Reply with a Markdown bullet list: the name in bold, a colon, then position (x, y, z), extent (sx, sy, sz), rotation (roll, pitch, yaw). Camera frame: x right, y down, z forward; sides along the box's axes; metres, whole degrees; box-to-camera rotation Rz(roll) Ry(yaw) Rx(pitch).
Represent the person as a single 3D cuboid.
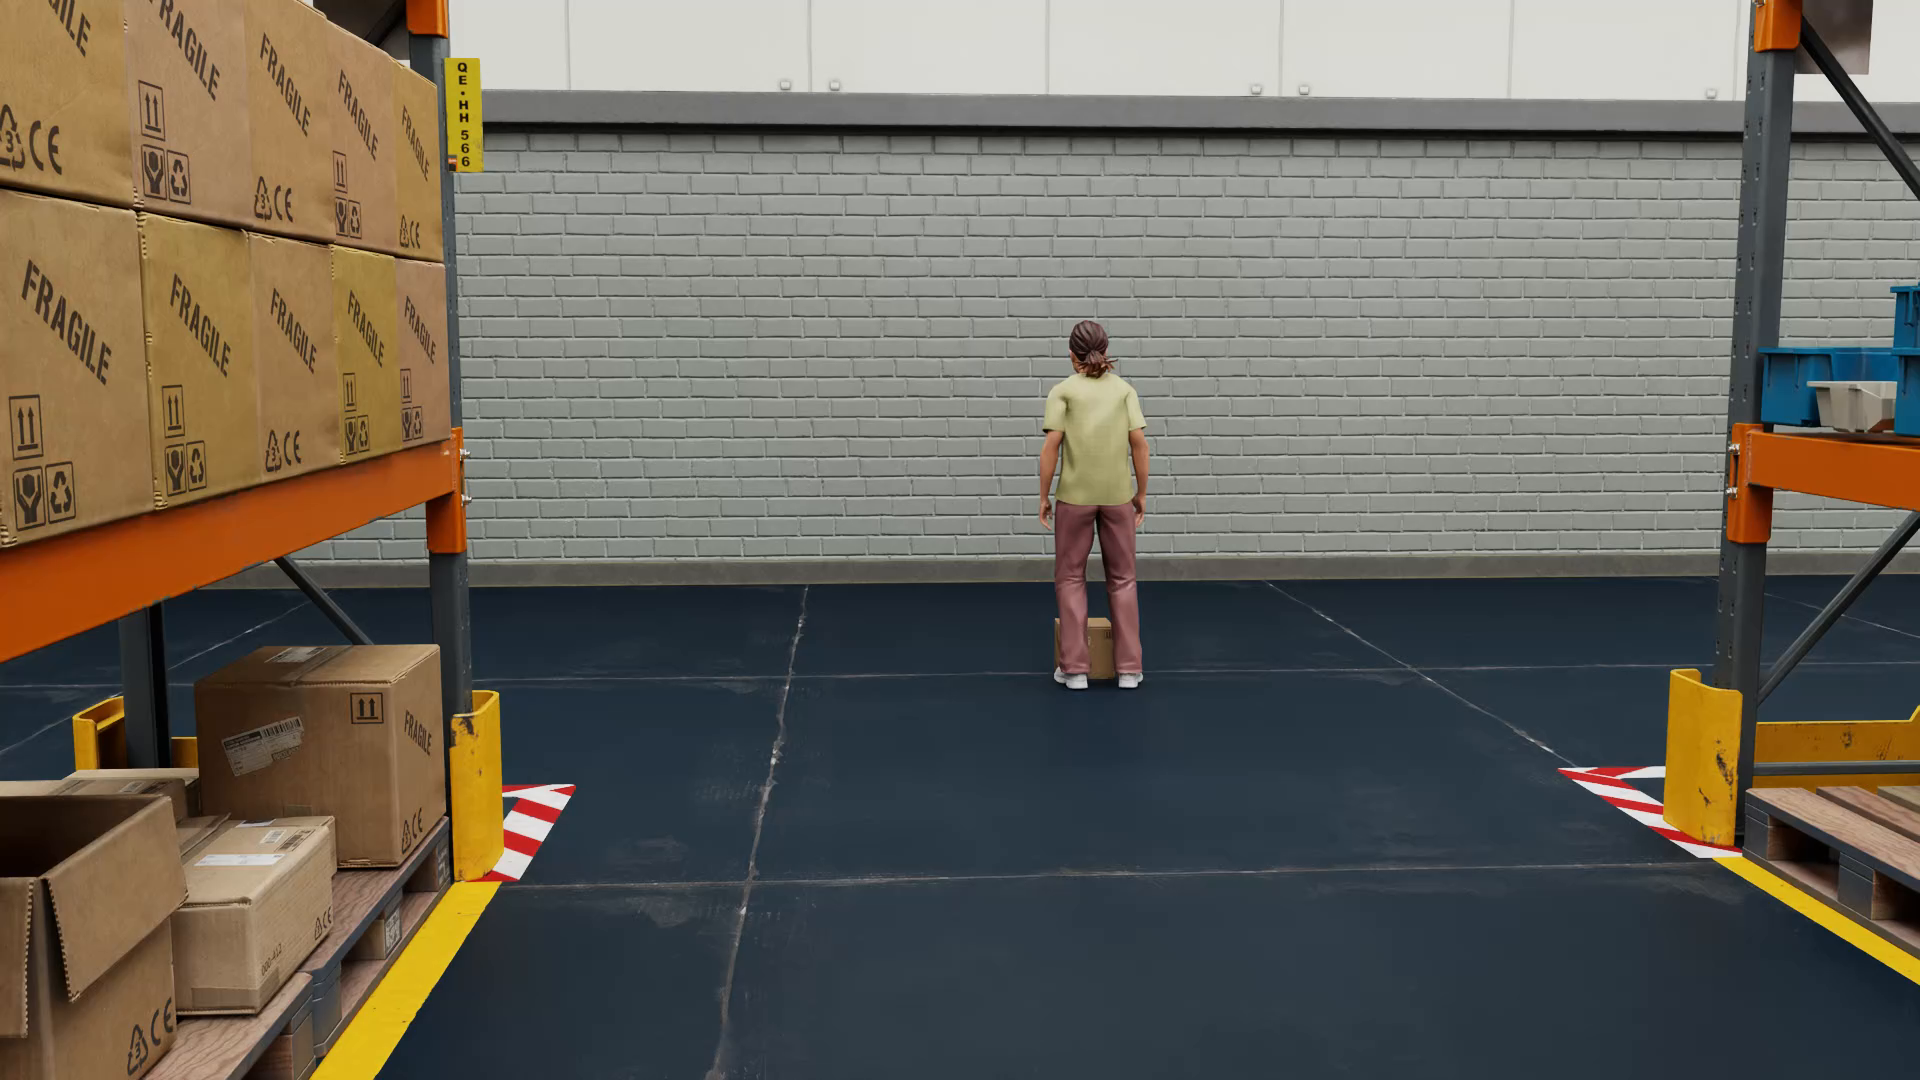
- **person**: position (0.609, -0.161, 7.579), extent (0.521, 1.672, 0.359), rotation (-1, 7, -7)
